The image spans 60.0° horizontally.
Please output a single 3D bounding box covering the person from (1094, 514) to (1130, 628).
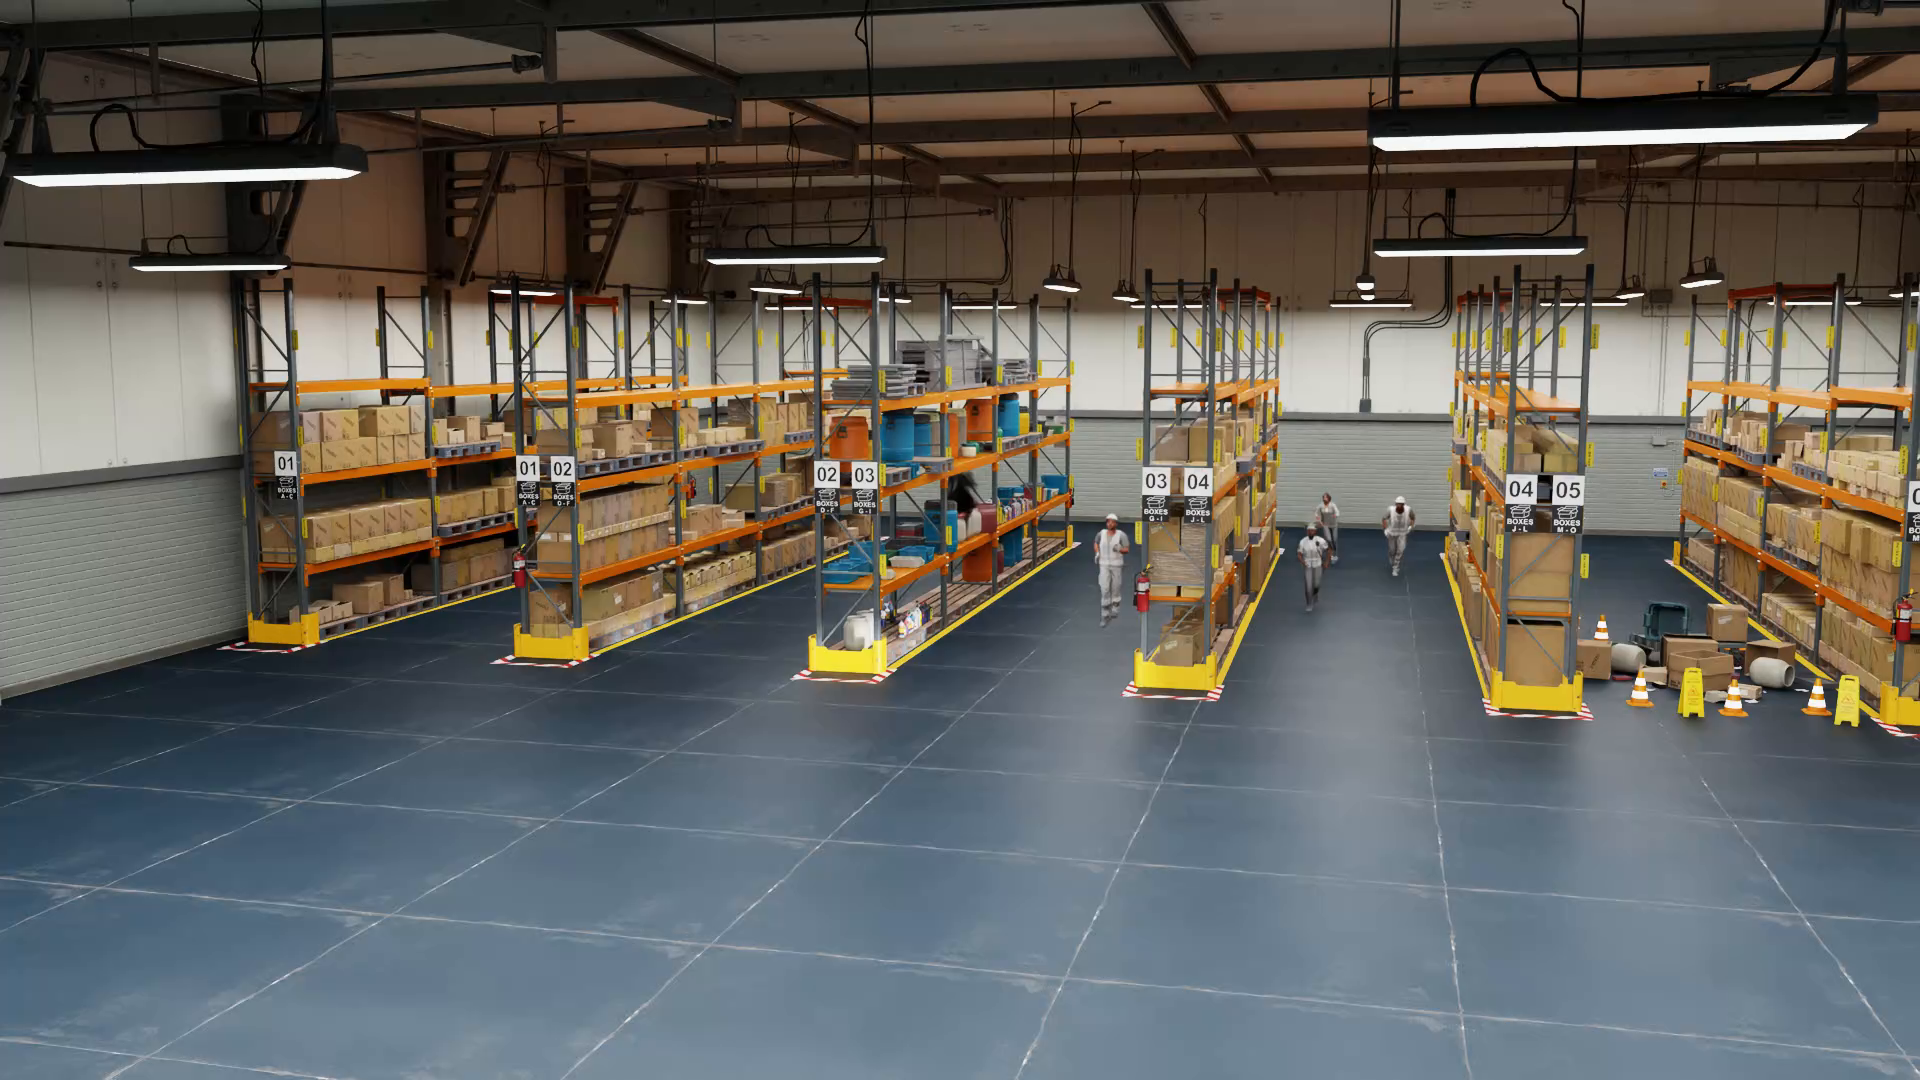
[{"bbox_3d":[2.520,0.505,27.856,0.631,1.899,0.709,2,7,13],"label":"person"}]

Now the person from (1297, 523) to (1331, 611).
[{"bbox_3d":[6.539,0.503,30.805,0.607,1.657,0.597,2,7,17],"label":"person"}]

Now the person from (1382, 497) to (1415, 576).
[{"bbox_3d":[9.398,-0.102,35.706,0.682,1.722,0.922,0,7,4],"label":"person"}]

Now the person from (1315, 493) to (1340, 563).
[{"bbox_3d":[8.317,-0.277,37.642,0.549,1.587,0.637,1,7,6],"label":"person"}]
